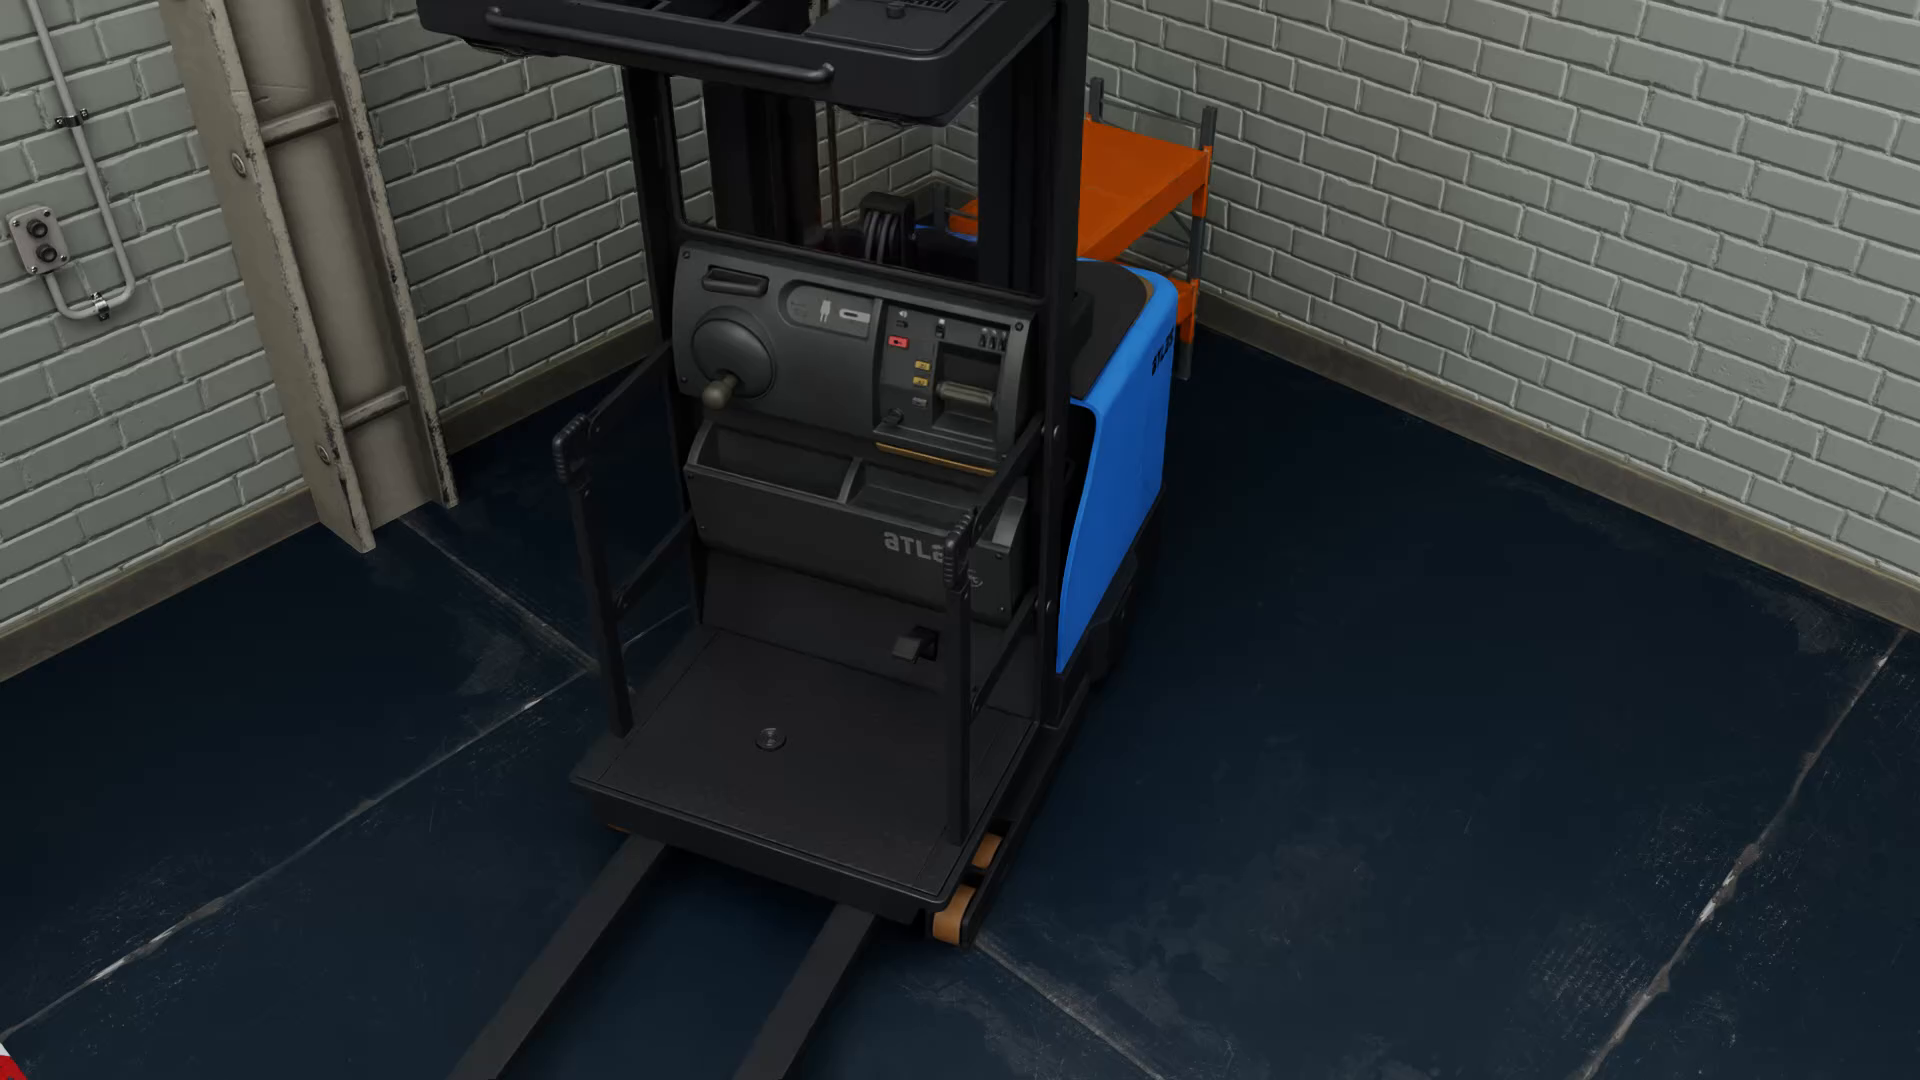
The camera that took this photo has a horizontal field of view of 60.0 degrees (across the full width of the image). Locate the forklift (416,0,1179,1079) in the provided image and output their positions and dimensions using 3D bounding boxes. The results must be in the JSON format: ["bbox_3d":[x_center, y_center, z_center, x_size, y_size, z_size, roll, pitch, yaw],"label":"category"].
[{"bbox_3d":[-0.358,-0.380,3.873,1.130,2.935,3.031,15,41,18],"label":"forklift"}]

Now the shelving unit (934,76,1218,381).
[{"bbox_3d":[0.411,-0.895,5.972,0.538,1.125,1.048,22,44,26],"label":"shelving unit"}]

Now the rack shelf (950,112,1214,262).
[{"bbox_3d":[0.411,-1.124,5.790,0.538,0.278,1.000,22,44,26],"label":"rack shelf"}]

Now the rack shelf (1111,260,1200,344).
[{"bbox_3d":[0.411,-0.704,6.124,0.538,0.278,1.000,22,44,26],"label":"rack shelf"}]

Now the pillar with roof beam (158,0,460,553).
[{"bbox_3d":[1.154,-1.822,0.812,9.100,9.000,0.400,30,47,32],"label":"pillar with roof beam"}]

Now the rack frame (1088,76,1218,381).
[{"bbox_3d":[0.691,-1.159,6.304,0.500,1.125,0.032,22,44,26],"label":"rack frame"}]

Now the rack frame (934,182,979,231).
[{"bbox_3d":[0.131,-0.631,5.640,0.500,1.125,0.032,22,44,26],"label":"rack frame"}]

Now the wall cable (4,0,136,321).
[{"bbox_3d":[-3.042,-1.061,3.858,0.084,1.984,1.851,30,47,32],"label":"wall cable"}]
